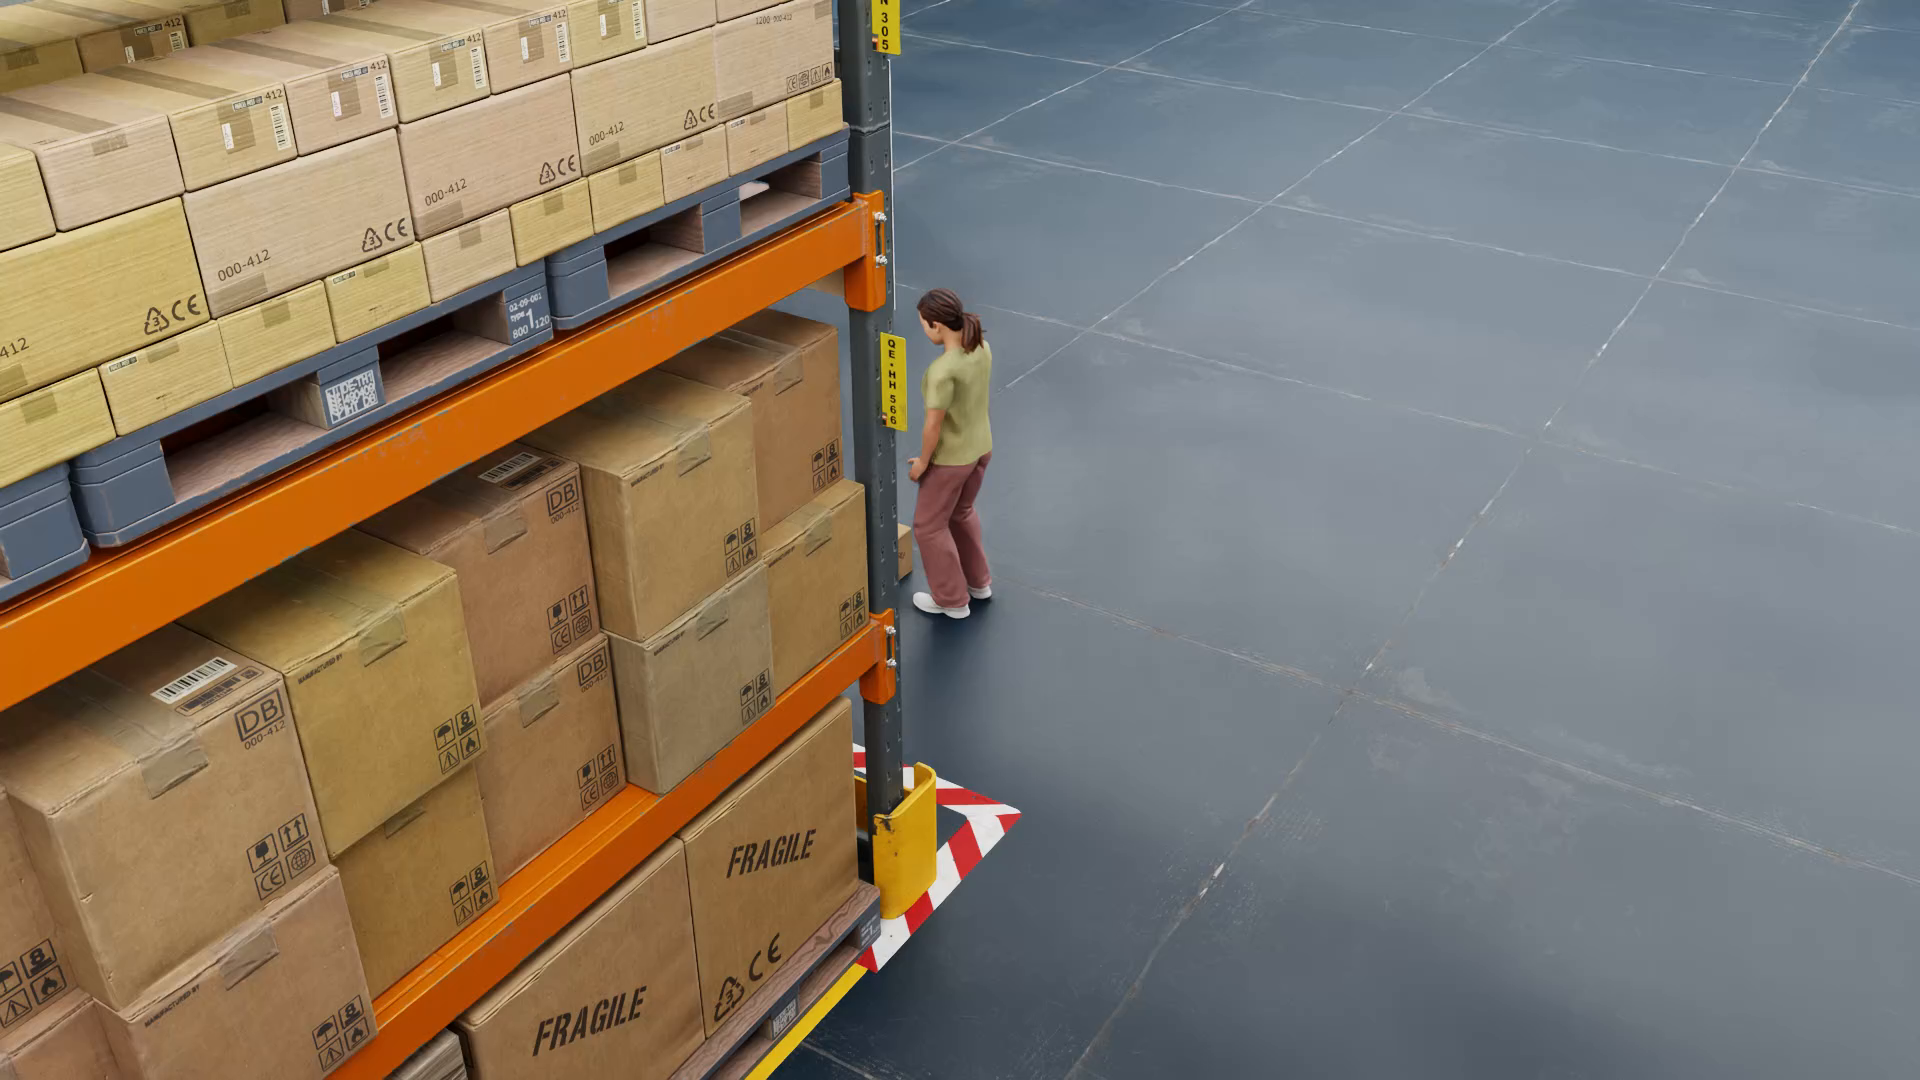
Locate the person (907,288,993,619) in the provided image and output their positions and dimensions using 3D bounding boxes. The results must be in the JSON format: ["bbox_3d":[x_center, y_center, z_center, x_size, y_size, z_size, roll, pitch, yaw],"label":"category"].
[{"bbox_3d":[-0.037,-0.395,7.829,0.351,1.659,0.458,19,35,28],"label":"person"}]
